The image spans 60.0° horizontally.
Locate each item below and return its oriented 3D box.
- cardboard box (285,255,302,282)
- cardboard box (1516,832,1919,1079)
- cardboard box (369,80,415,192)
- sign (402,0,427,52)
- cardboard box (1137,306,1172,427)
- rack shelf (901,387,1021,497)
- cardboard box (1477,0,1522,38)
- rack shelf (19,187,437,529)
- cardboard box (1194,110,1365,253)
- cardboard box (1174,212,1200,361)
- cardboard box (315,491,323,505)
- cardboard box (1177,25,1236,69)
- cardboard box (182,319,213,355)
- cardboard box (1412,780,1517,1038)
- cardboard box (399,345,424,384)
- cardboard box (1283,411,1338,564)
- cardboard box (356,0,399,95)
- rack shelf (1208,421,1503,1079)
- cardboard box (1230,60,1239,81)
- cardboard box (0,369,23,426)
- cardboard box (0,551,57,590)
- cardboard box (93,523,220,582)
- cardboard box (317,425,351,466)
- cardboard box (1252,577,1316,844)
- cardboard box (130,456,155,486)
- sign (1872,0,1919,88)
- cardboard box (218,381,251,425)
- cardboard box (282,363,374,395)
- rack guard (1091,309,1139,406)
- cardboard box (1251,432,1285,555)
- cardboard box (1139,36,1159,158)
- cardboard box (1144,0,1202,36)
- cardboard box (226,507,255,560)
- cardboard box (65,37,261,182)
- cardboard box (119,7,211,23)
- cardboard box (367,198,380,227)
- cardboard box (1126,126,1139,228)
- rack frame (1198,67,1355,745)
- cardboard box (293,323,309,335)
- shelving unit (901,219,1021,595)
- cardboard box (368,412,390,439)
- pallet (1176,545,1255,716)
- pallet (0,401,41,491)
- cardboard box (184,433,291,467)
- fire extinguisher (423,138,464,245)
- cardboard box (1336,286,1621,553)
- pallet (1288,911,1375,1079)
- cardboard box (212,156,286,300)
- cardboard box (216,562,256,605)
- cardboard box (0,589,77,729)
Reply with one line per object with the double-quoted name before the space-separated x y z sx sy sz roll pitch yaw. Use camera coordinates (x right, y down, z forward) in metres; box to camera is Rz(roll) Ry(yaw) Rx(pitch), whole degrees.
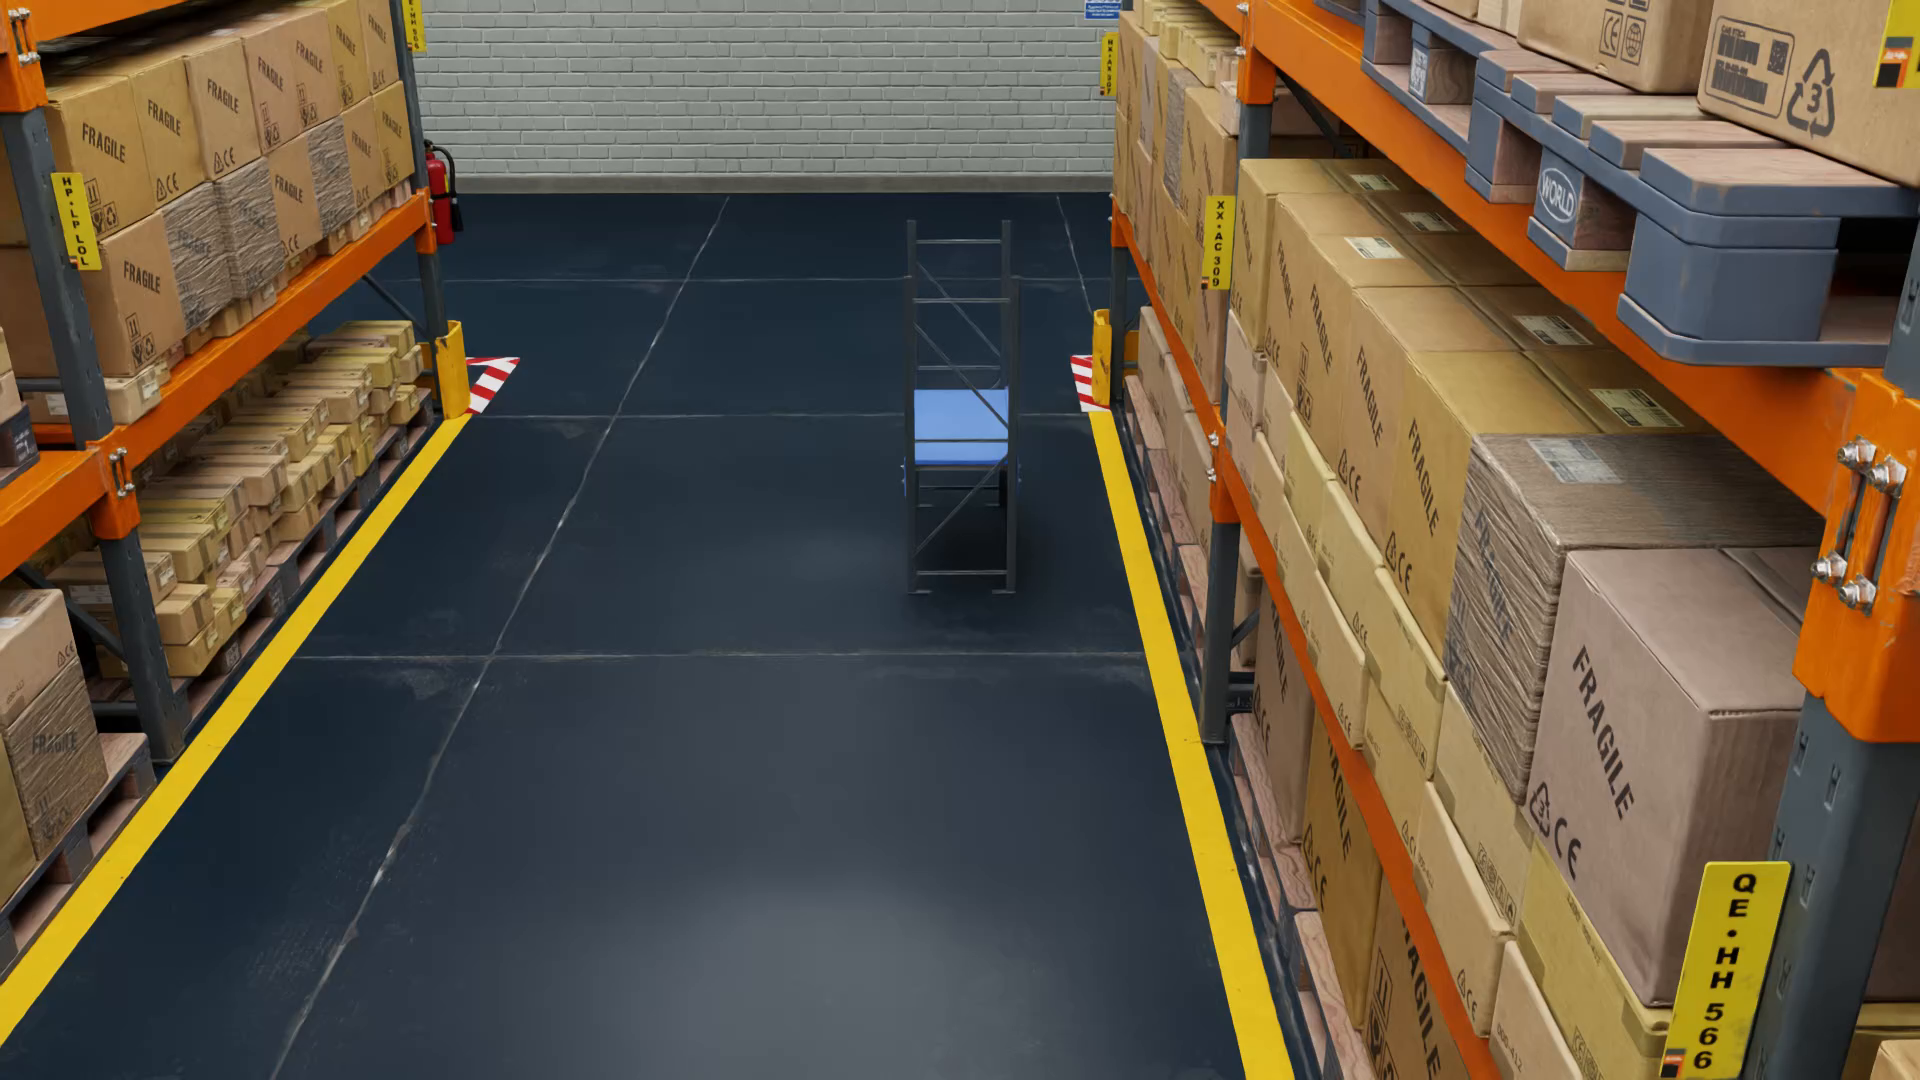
"cardboard box" -3.317 -1.291 7.769 0.380 0.149 0.250 0 24 0
"cardboard box" 1.228 0.696 2.646 0.500 0.250 0.500 0 24 -1
"cardboard box" -3.286 -2.176 8.938 0.500 0.500 0.500 0 24 1
"sign" -2.993 -2.845 9.111 0.100 0.325 0.005 0 24 -1
"cardboard box" 1.507 -0.995 9.410 0.875 0.438 0.875 -1 24 -2
"rack shelf" 0.001 -0.484 7.937 0.538 0.185 1.000 0 24 -1
"cardboard box" 1.122 -1.009 2.854 0.396 0.266 0.258 -1 24 -2
"rack shelf" -3.527 -1.027 7.753 1.077 0.370 4.000 0 24 -1
"cardboard box" 1.162 -1.289 6.125 0.500 0.500 0.500 0 24 -1
"cardboard box" 1.172 -1.042 6.792 0.500 0.500 0.500 -1 24 -2
"cardboard box" -3.322 -0.217 8.039 0.380 0.149 0.250 0 24 1
"cardboard box" 1.154 -2.145 7.230 0.380 0.149 0.250 0 24 -1
"cardboard box" -3.310 -0.862 6.821 0.380 0.149 0.250 -1 24 -3
"cardboard box" 1.201 0.705 3.234 0.500 0.250 0.500 0 24 0
"cardboard box" -3.257 -0.990 9.389 0.380 0.149 0.250 -1 24 -2
"cardboard box" 1.179 -0.148 4.514 0.500 0.250 0.500 0 24 0
"cardboard box" -3.295 -2.628 8.725 0.500 0.500 0.500 -1 24 -2
"rack shelf" 1.466 0.558 4.250 1.077 0.370 4.000 0 24 -1
"cardboard box" 1.235 -1.728 6.310 0.380 0.149 0.250 0 24 0
"cardboard box" -3.303 -0.445 5.388 0.380 0.149 0.250 -1 24 -2
"cardboard box" -3.769 0.161 6.483 0.380 0.149 0.250 0 24 1
"cardboard box" -3.245 0.049 6.729 0.380 0.149 0.250 1 24 2
"cardboard box" -3.247 -0.457 8.210 0.380 0.149 0.250 1 24 2
"cardboard box" 1.530 0.438 5.711 0.875 0.875 0.875 0 24 1
"cardboard box" -3.842 -0.265 7.425 0.380 0.149 0.250 -1 24 -3
"sign" 0.932 -0.585 1.541 0.100 0.325 0.005 0 24 -1
"cardboard box" -3.806 -0.691 8.366 0.380 0.149 0.250 1 24 2
"cardboard box" -3.275 -0.808 8.625 0.380 0.149 0.250 -1 24 -3
"rack guard" 1.400 -1.114 10.105 1.175 0.500 0.348 0 24 -1
"cardboard box" 1.192 -0.130 5.080 0.500 0.250 0.500 -1 24 -2
"cardboard box" 1.147 -2.120 7.962 0.500 0.500 0.500 0 24 -1
"cardboard box" 1.110 -2.568 8.166 0.380 0.149 0.250 -1 24 -2
"cardboard box" -3.320 -0.025 7.253 0.380 0.149 0.250 -1 24 -3
"cardboard box" -3.262 -1.775 6.840 0.500 0.500 0.500 0 24 0
"cardboard box" -3.814 -2.207 7.794 0.500 0.500 0.500 -1 24 -2
"cardboard box" -3.279 -1.725 8.729 0.380 0.149 0.250 0 24 -1
"cardboard box" 1.152 -1.881 8.647 0.500 0.500 0.500 -1 24 -1
"rack frame" 1.444 -0.594 5.924 1.000 3.000 0.127 0 24 -1
"cardboard box" -3.883 -1.125 9.325 0.380 0.149 0.250 -1 24 -3
"shelving unit" 0.001 -0.648 7.863 0.538 1.500 1.048 0 24 -1
"cardboard box" -3.313 -0.640 8.976 0.380 0.149 0.250 0 24 -1
"pallet" 1.514 0.363 7.192 1.003 0.211 1.213 0 24 -1
"pallet" -3.642 -0.127 5.125 1.003 0.211 1.213 0 24 -1
"cardboard box" -3.330 -0.379 7.676 0.380 0.149 0.250 -1 24 -3
"fire extinguisher" -3.090 -2.079 9.754 0.296 0.674 0.183 0 24 -1
"cardboard box" 1.209 -0.284 3.903 0.500 0.500 0.500 -1 24 -1
"pallet" 1.544 1.498 4.682 1.003 0.211 1.213 0 24 -1
"cardboard box" -3.240 -1.328 7.065 0.500 0.500 0.500 -1 24 -2
"cardboard box" -3.245 0.214 7.087 0.380 0.149 0.250 0 24 -1
"cardboard box" -3.244 0.381 5.381 0.500 0.250 0.500 -1 24 -2
